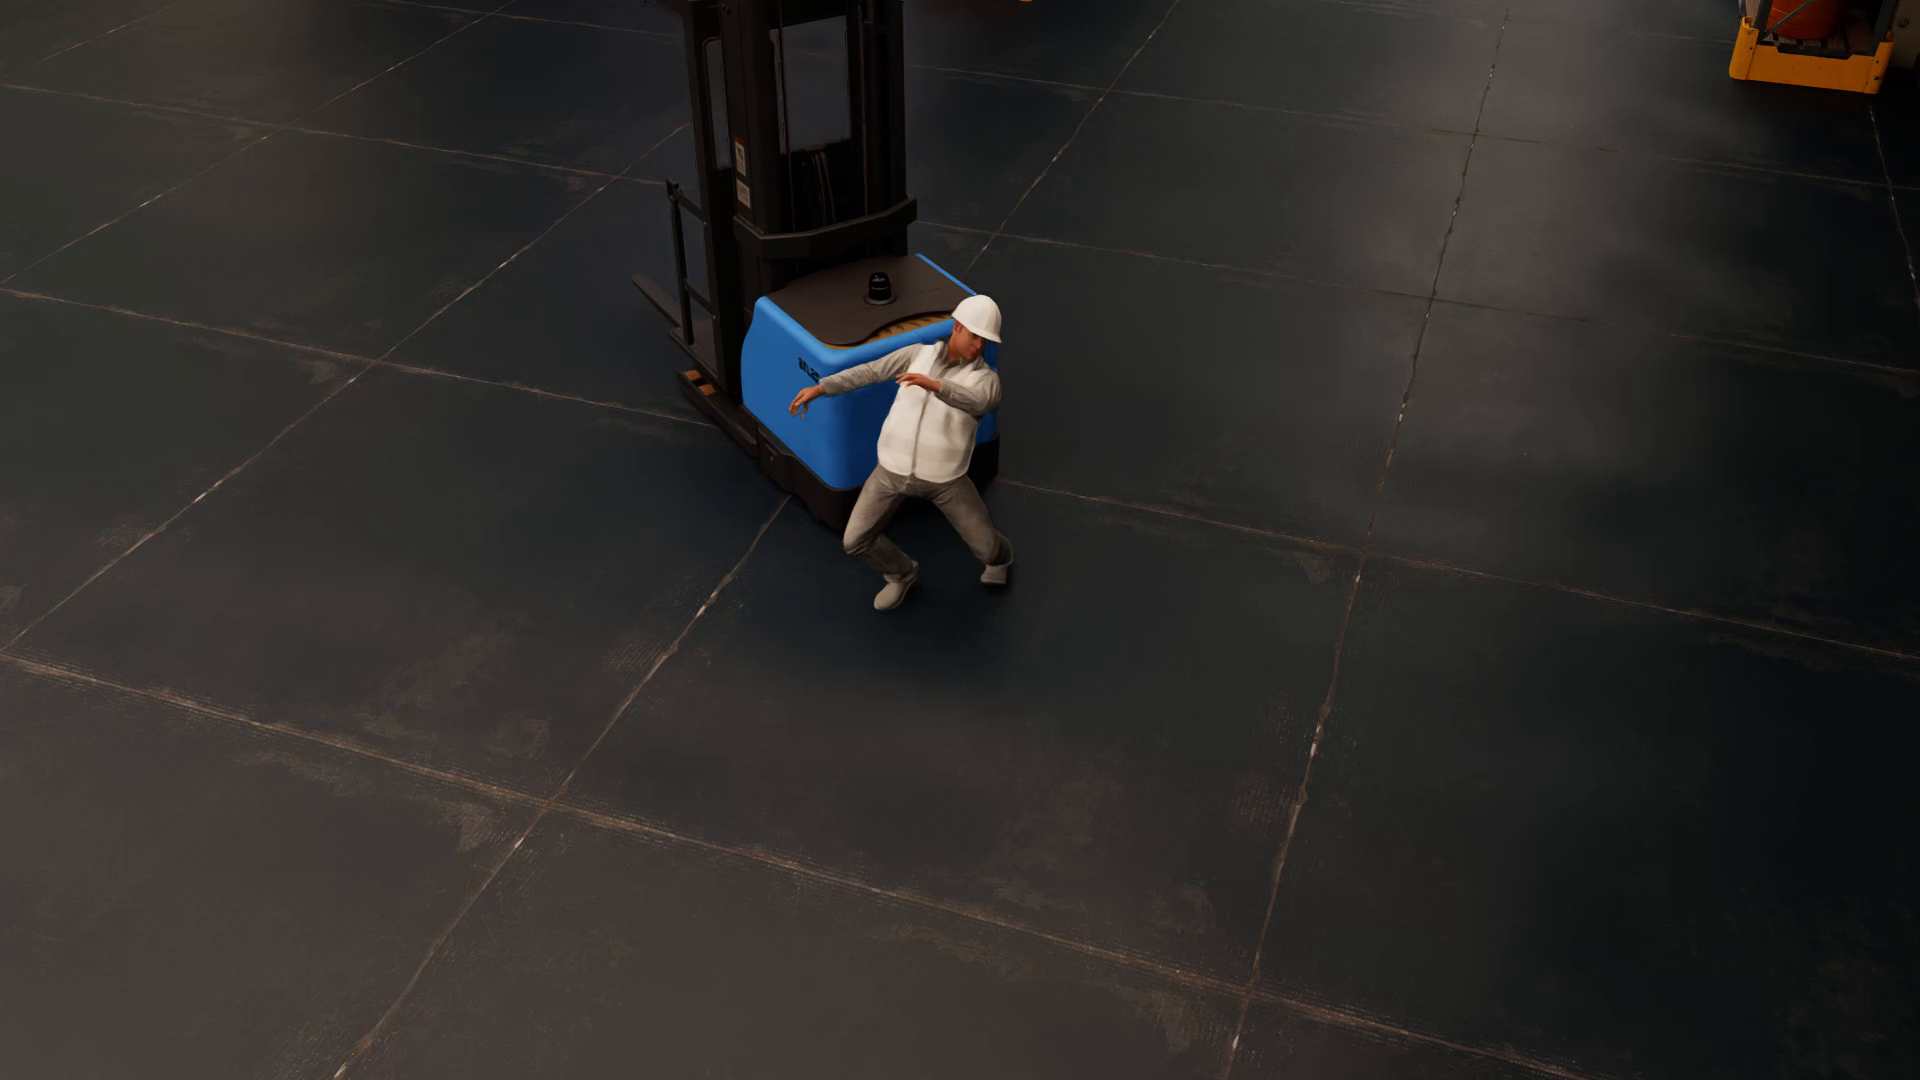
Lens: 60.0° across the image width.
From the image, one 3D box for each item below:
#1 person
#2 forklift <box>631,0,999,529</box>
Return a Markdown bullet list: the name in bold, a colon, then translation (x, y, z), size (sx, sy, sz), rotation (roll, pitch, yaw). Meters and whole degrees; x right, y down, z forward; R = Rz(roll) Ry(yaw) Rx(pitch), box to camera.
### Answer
- **person**: translation (-0.275, -0.360, 7.840), size (1.024, 1.540, 0.730), rotation (7, 36, 10)
- **forklift**: translation (-1.008, -2.070, 9.031), size (1.130, 2.935, 3.031), rotation (-20, 40, -26)
